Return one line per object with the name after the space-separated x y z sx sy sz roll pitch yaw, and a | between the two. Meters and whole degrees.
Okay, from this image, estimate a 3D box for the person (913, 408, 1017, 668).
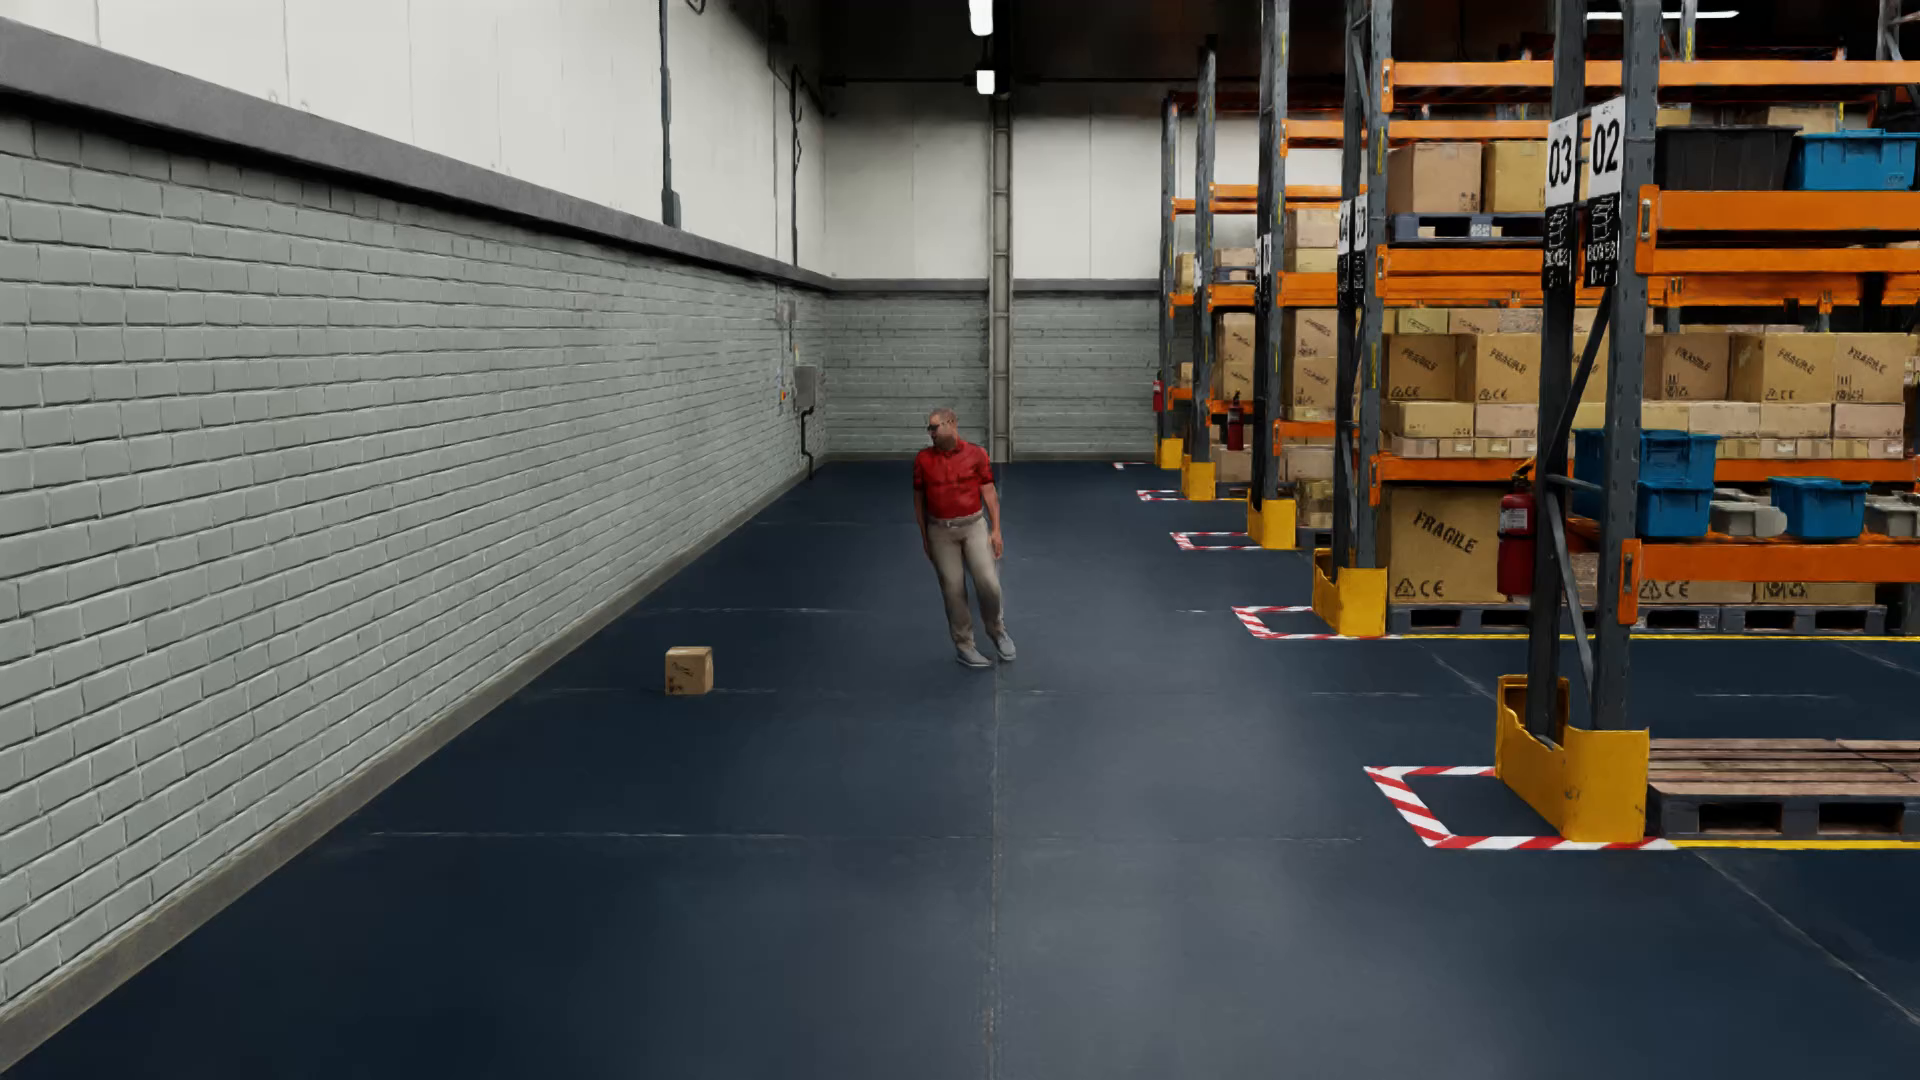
0.031 -0.019 11.074 0.699 1.717 0.450 0 7 1 | person
